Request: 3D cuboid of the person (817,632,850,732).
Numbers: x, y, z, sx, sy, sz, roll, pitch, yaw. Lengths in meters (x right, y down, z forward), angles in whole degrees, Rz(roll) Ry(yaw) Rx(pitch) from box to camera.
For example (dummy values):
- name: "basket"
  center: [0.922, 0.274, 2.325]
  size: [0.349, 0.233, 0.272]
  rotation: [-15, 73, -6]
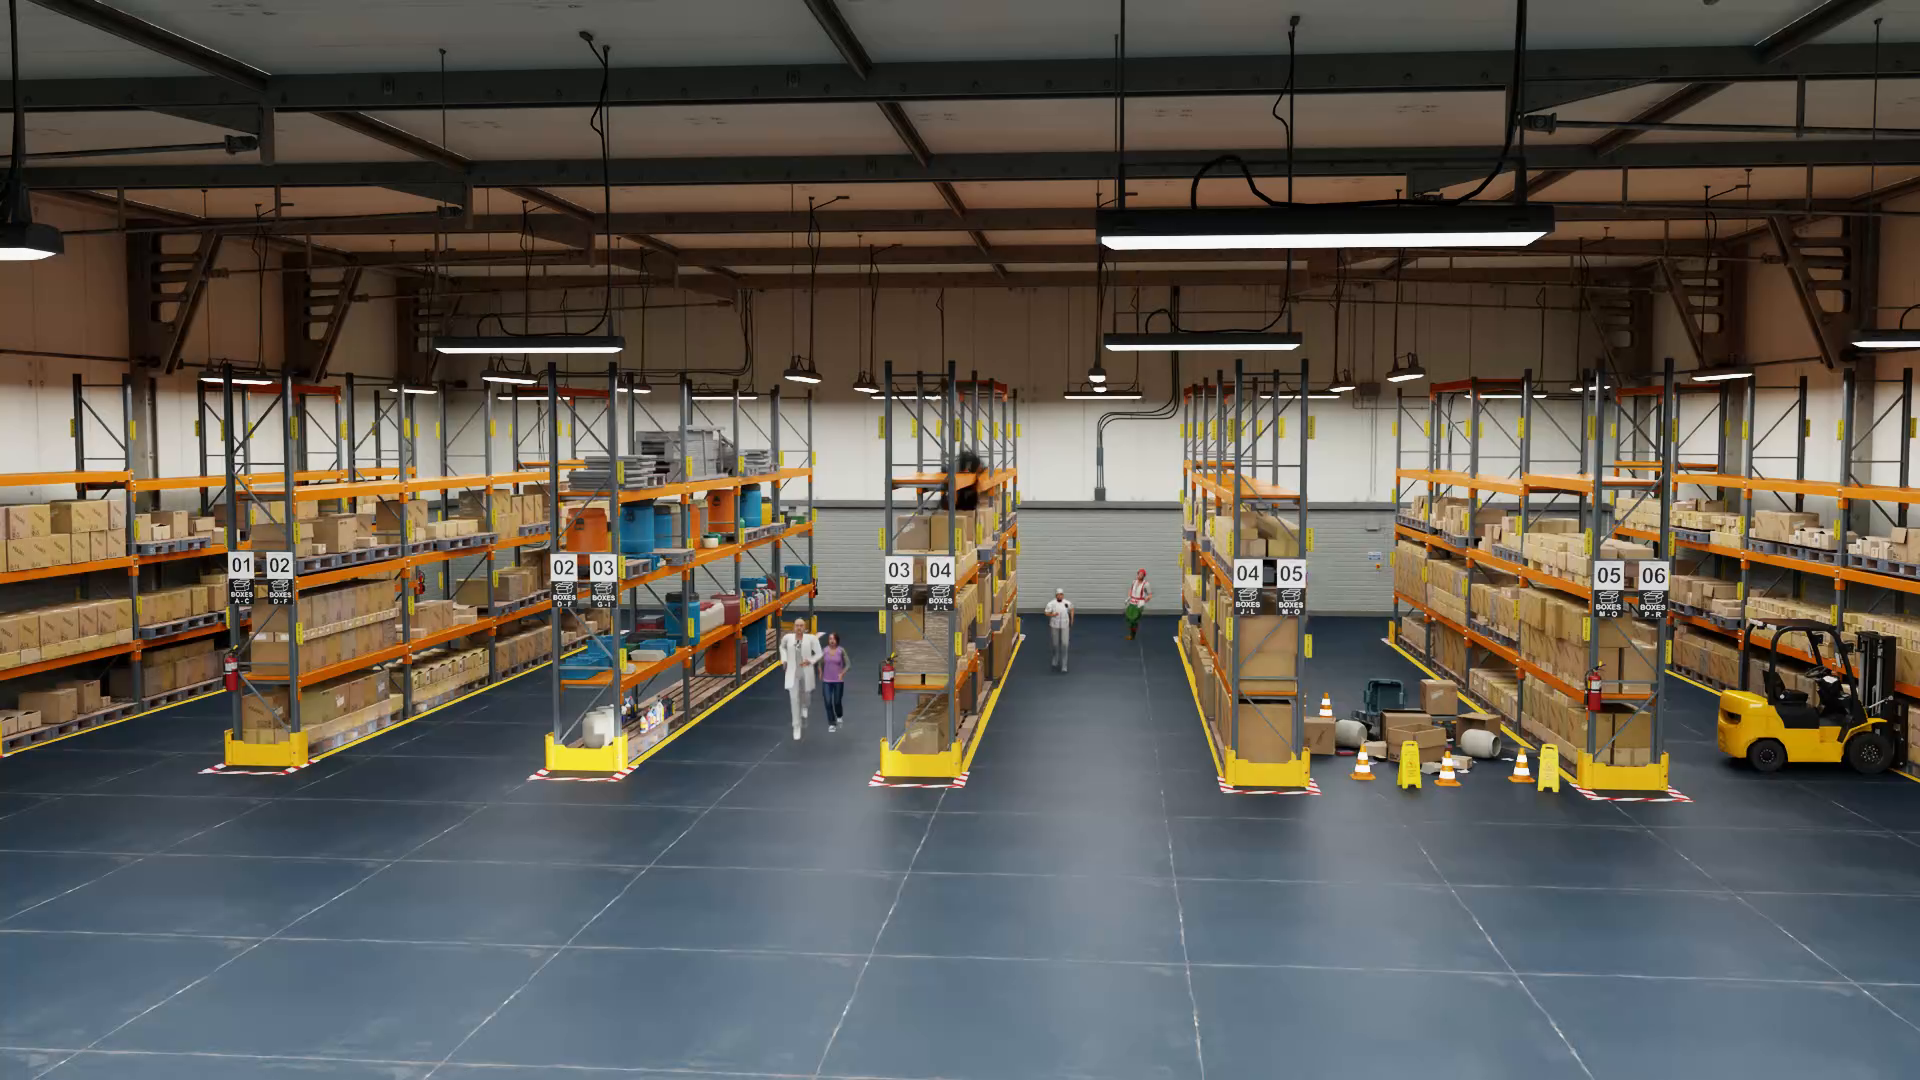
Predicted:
- name: "person"
  center: [-1.995, 2.230, 26.100]
  size: [0.535, 1.530, 0.514]
  rotation: [0, 4, 6]

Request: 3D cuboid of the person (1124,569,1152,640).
- name: "person"
  center: [4.223, 1.543, 39.620]
  size: [0.712, 1.710, 0.541]
  rotation: [3, 5, 37]

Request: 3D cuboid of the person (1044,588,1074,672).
- name: "person"
  center: [2.083, 1.869, 34.919]
  size: [0.631, 1.717, 0.776]
  rotation: [0, 4, 0]

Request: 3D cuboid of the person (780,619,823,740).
- name: "person"
  center: [-2.491, 2.134, 26.105]
  size: [0.673, 1.815, 1.189]
  rotation: [0, 4, -7]
